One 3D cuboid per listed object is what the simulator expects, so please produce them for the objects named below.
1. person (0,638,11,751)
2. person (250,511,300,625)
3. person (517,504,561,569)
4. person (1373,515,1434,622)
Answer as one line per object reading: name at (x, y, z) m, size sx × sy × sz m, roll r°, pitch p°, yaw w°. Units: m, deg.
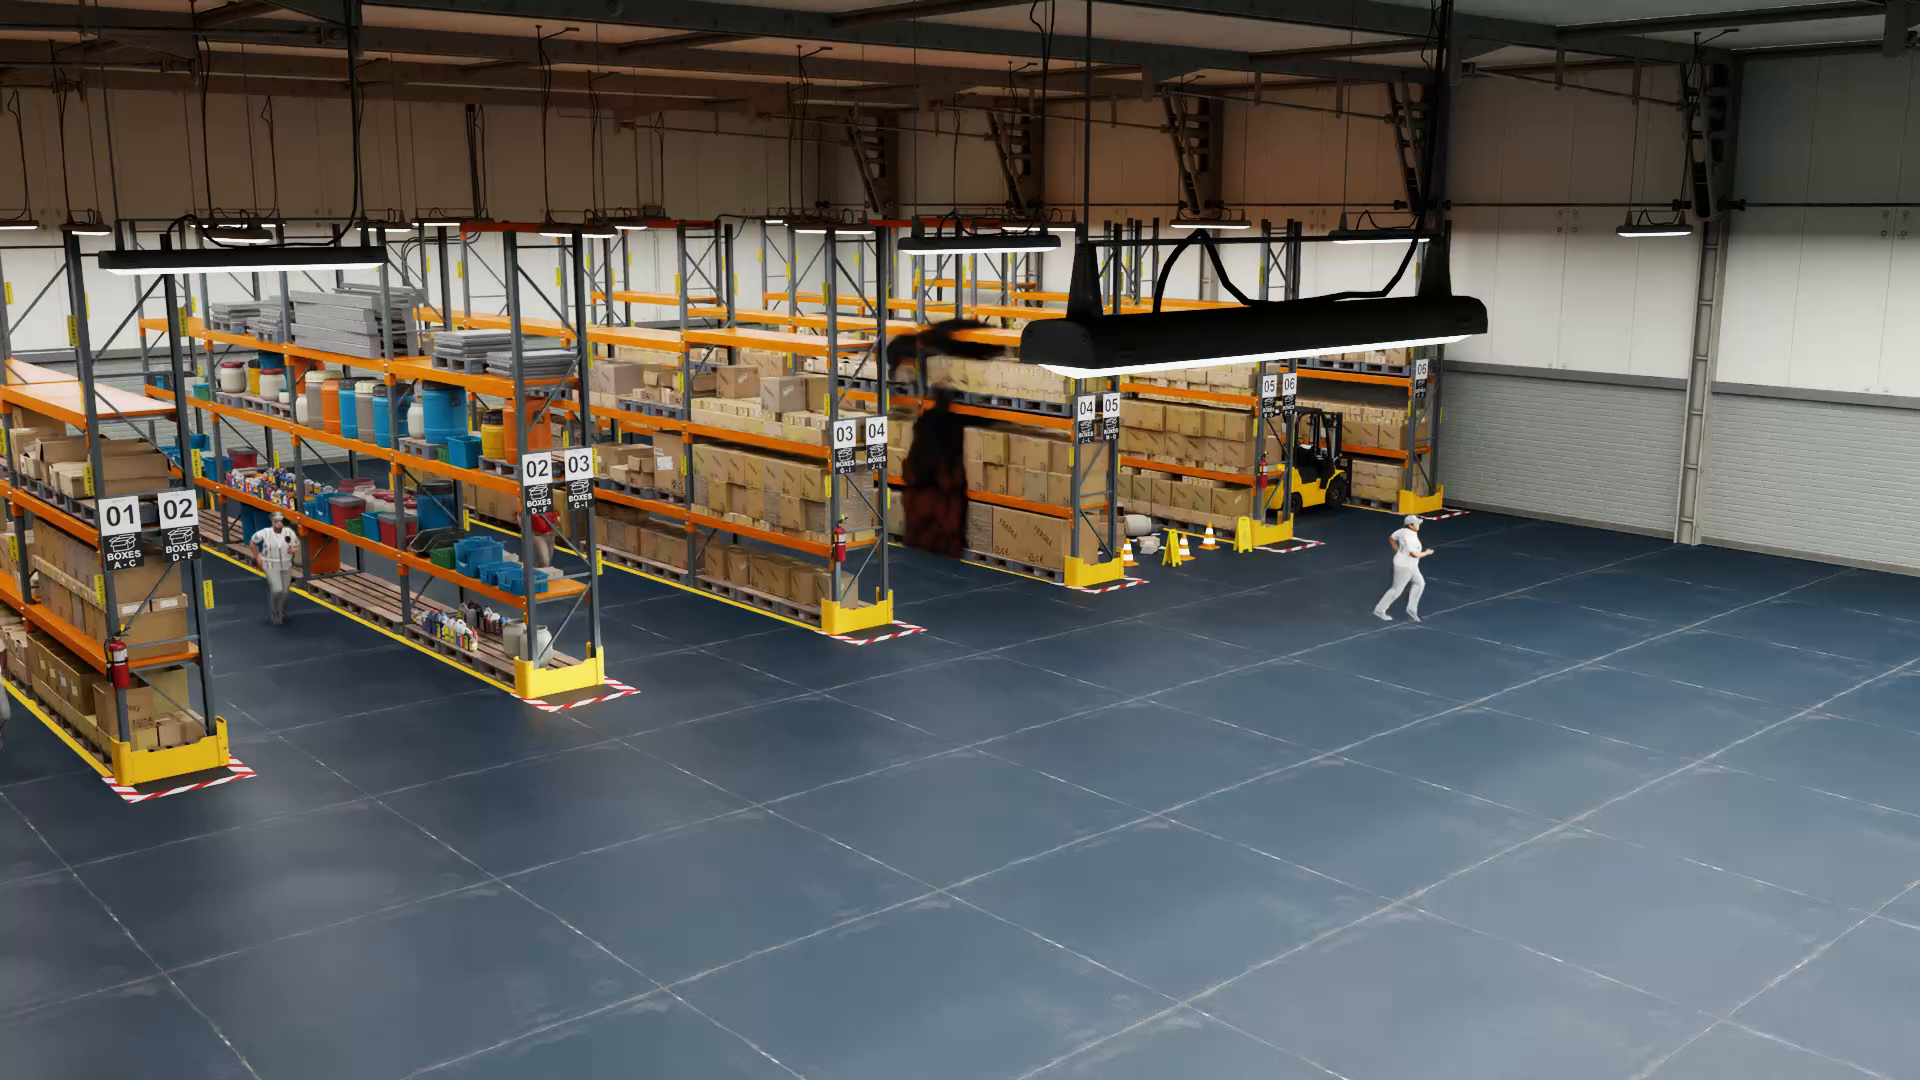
person at (-11.235, 1.676, 19.166) m, size 0.587 × 1.718 × 0.686 m, roll 10°, pitch 15°, yaw 41°
person at (-10.404, 0.392, 25.367) m, size 0.639 × 1.715 × 0.784 m, roll -10°, pitch 15°, yaw -40°
person at (-6.870, 0.000, 27.418) m, size 0.954 × 1.744 × 0.656 m, roll 9°, pitch 15°, yaw 39°
person at (6.796, 0.447, 25.503) m, size 0.871 × 1.708 × 0.611 m, roll 2°, pitch 12°, yaw 8°
